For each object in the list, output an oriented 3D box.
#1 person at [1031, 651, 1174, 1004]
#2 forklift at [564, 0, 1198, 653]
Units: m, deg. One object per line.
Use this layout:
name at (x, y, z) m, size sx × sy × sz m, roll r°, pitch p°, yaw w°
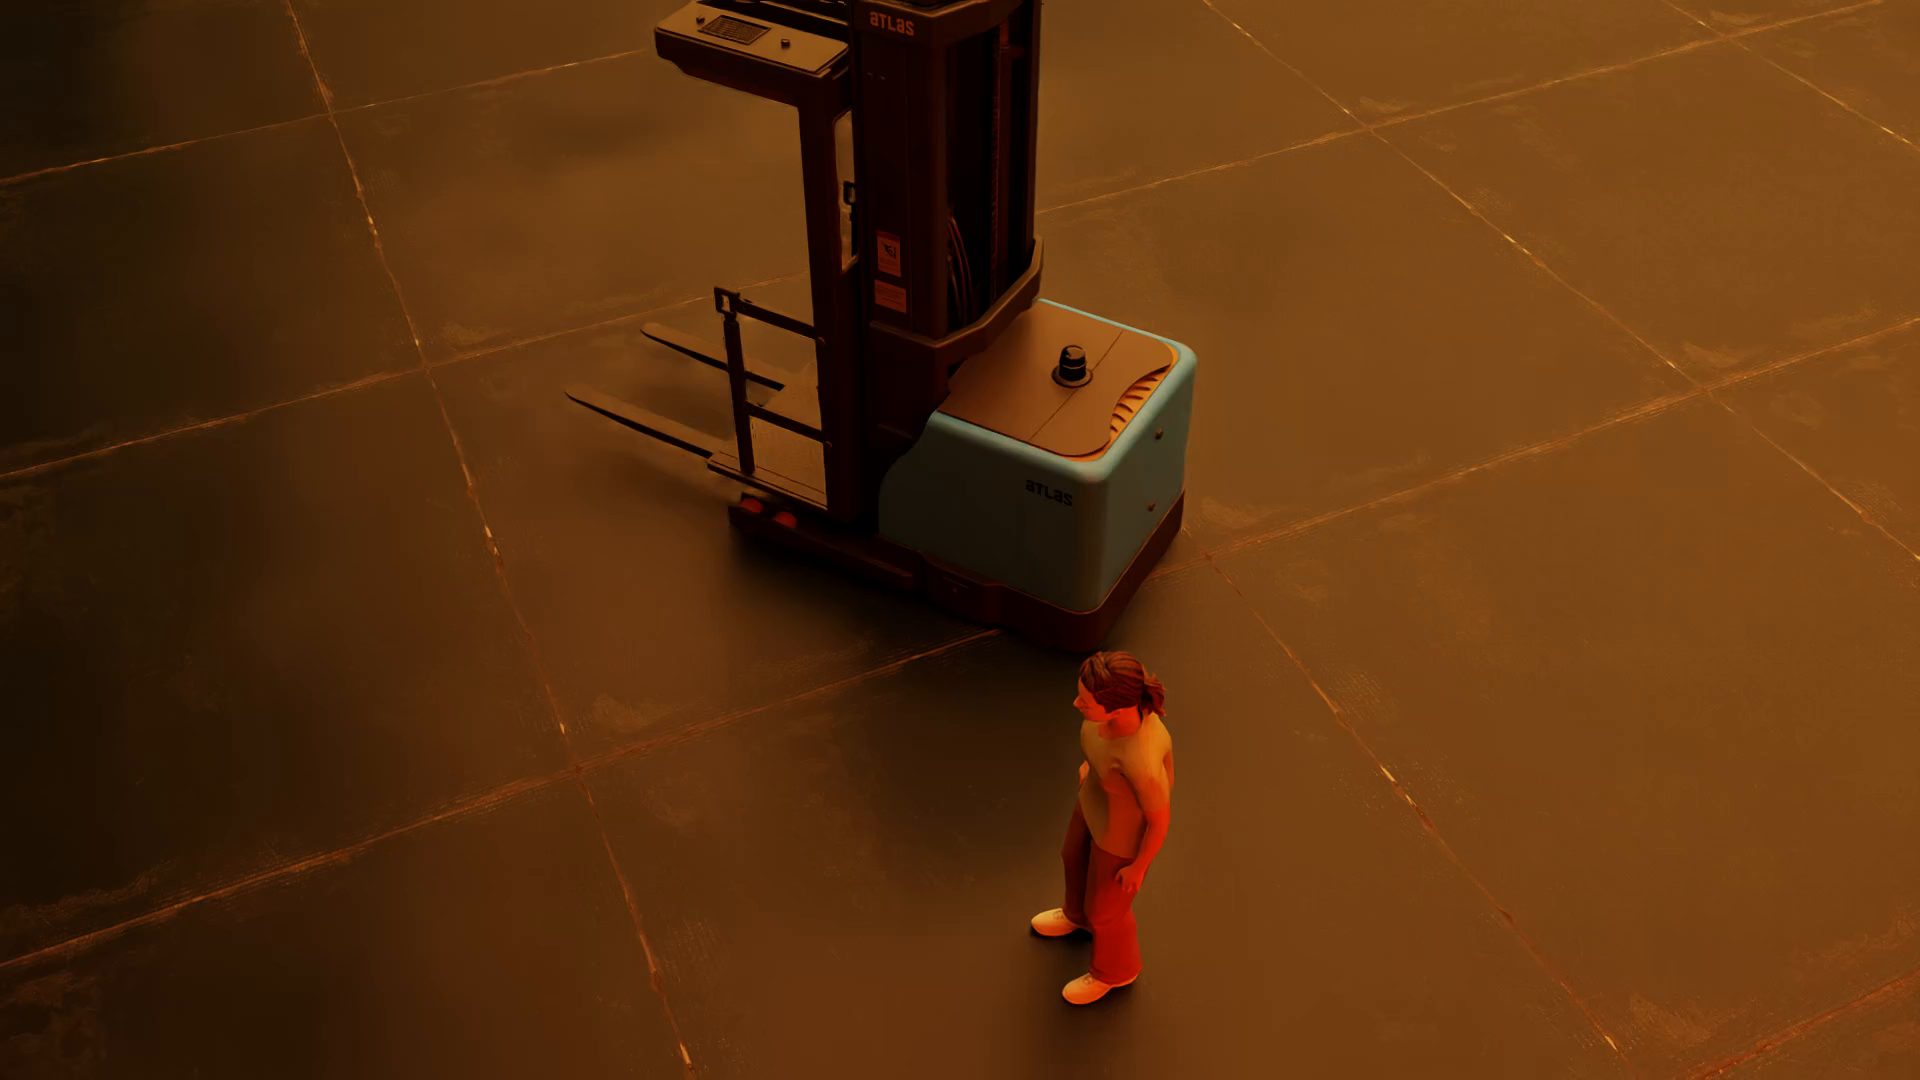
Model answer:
person at (0.496, 0.948, 5.588) m, size 0.370 × 1.671 × 0.517 m, roll -10°, pitch 44°, yaw -11°
forklift at (-0.498, -1.330, 7.105) m, size 3.031 × 2.935 × 1.130 m, roll 21°, pitch 47°, yaw 21°
